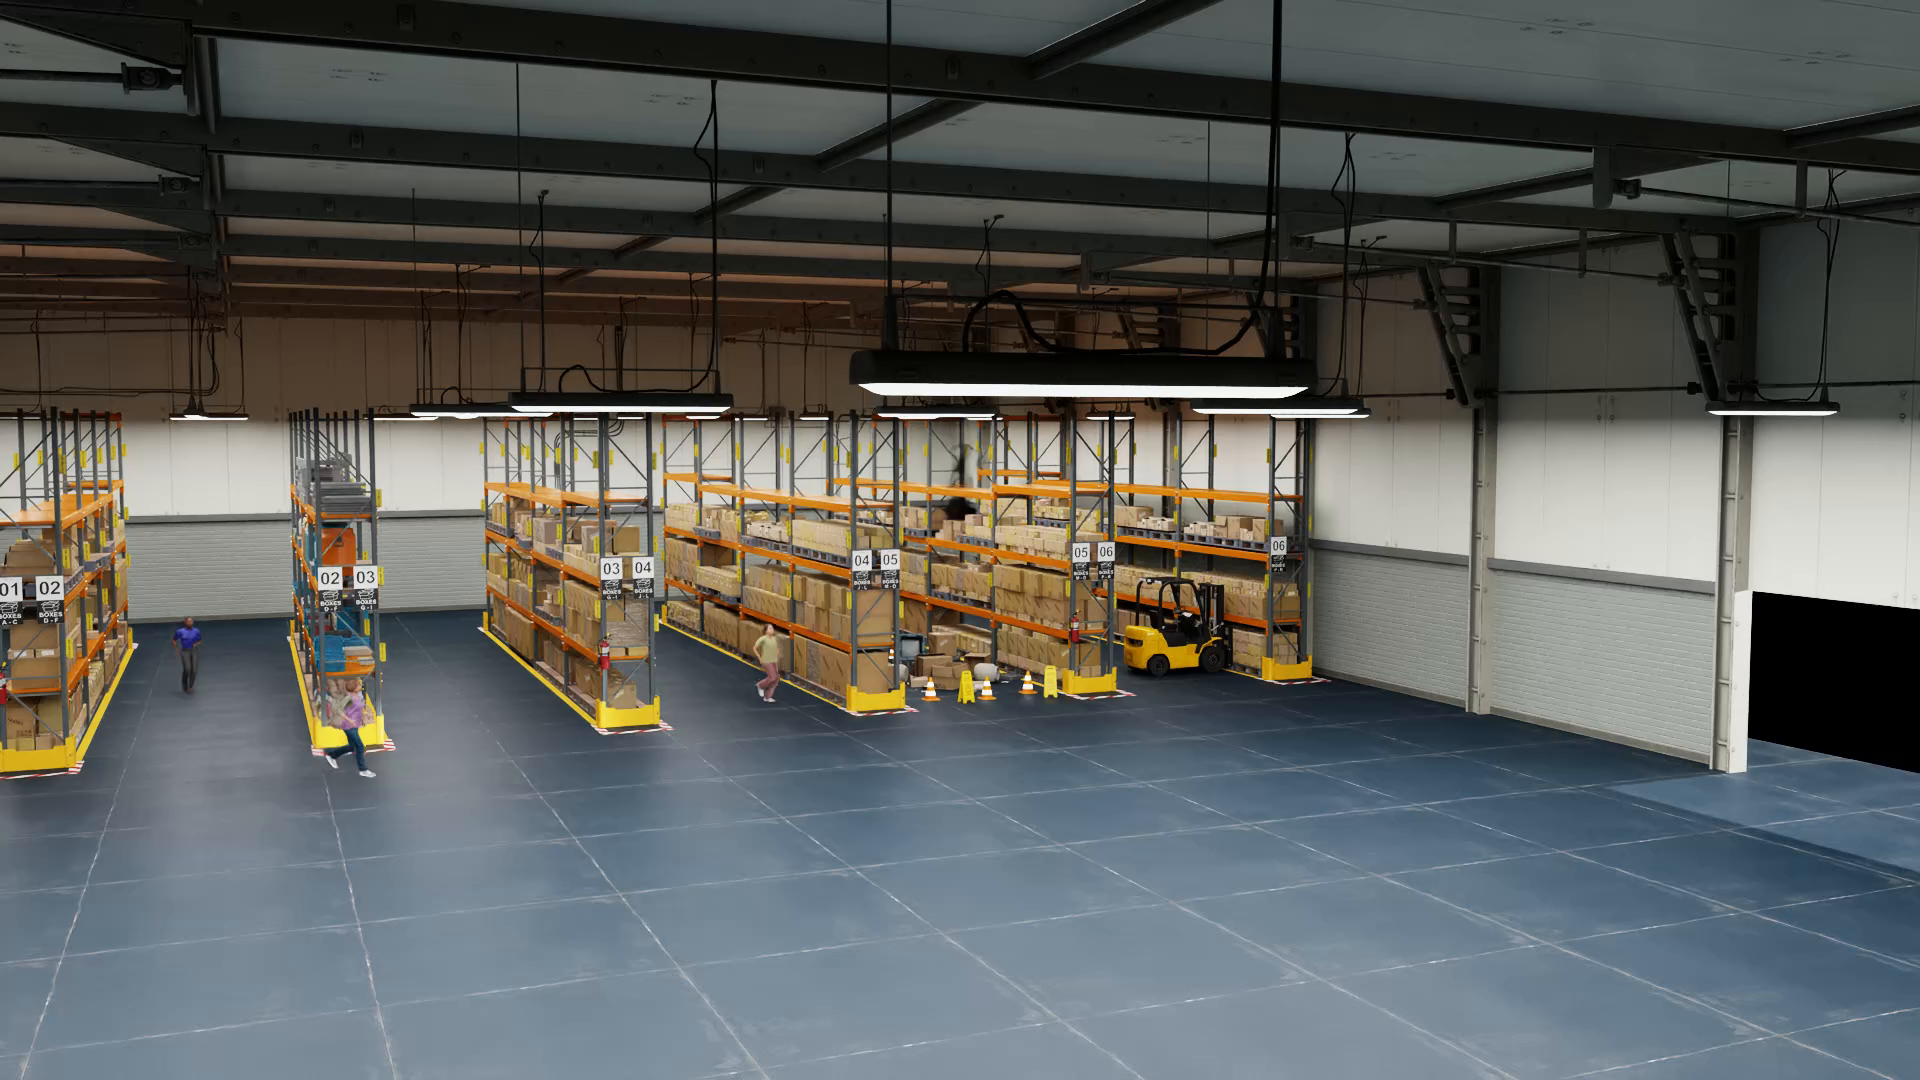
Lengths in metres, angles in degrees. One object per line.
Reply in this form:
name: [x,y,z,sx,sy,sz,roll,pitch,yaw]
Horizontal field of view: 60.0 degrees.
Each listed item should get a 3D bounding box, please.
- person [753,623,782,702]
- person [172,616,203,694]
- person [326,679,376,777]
person: [-3.912,2.521,34.166,0.545,1.624,0.580,4,5,42]
person: [-16.306,2.445,35.177,0.552,1.612,0.645,-3,5,-38]
person: [-9.902,3.050,26.917,0.842,1.593,0.545,0,4,0]
